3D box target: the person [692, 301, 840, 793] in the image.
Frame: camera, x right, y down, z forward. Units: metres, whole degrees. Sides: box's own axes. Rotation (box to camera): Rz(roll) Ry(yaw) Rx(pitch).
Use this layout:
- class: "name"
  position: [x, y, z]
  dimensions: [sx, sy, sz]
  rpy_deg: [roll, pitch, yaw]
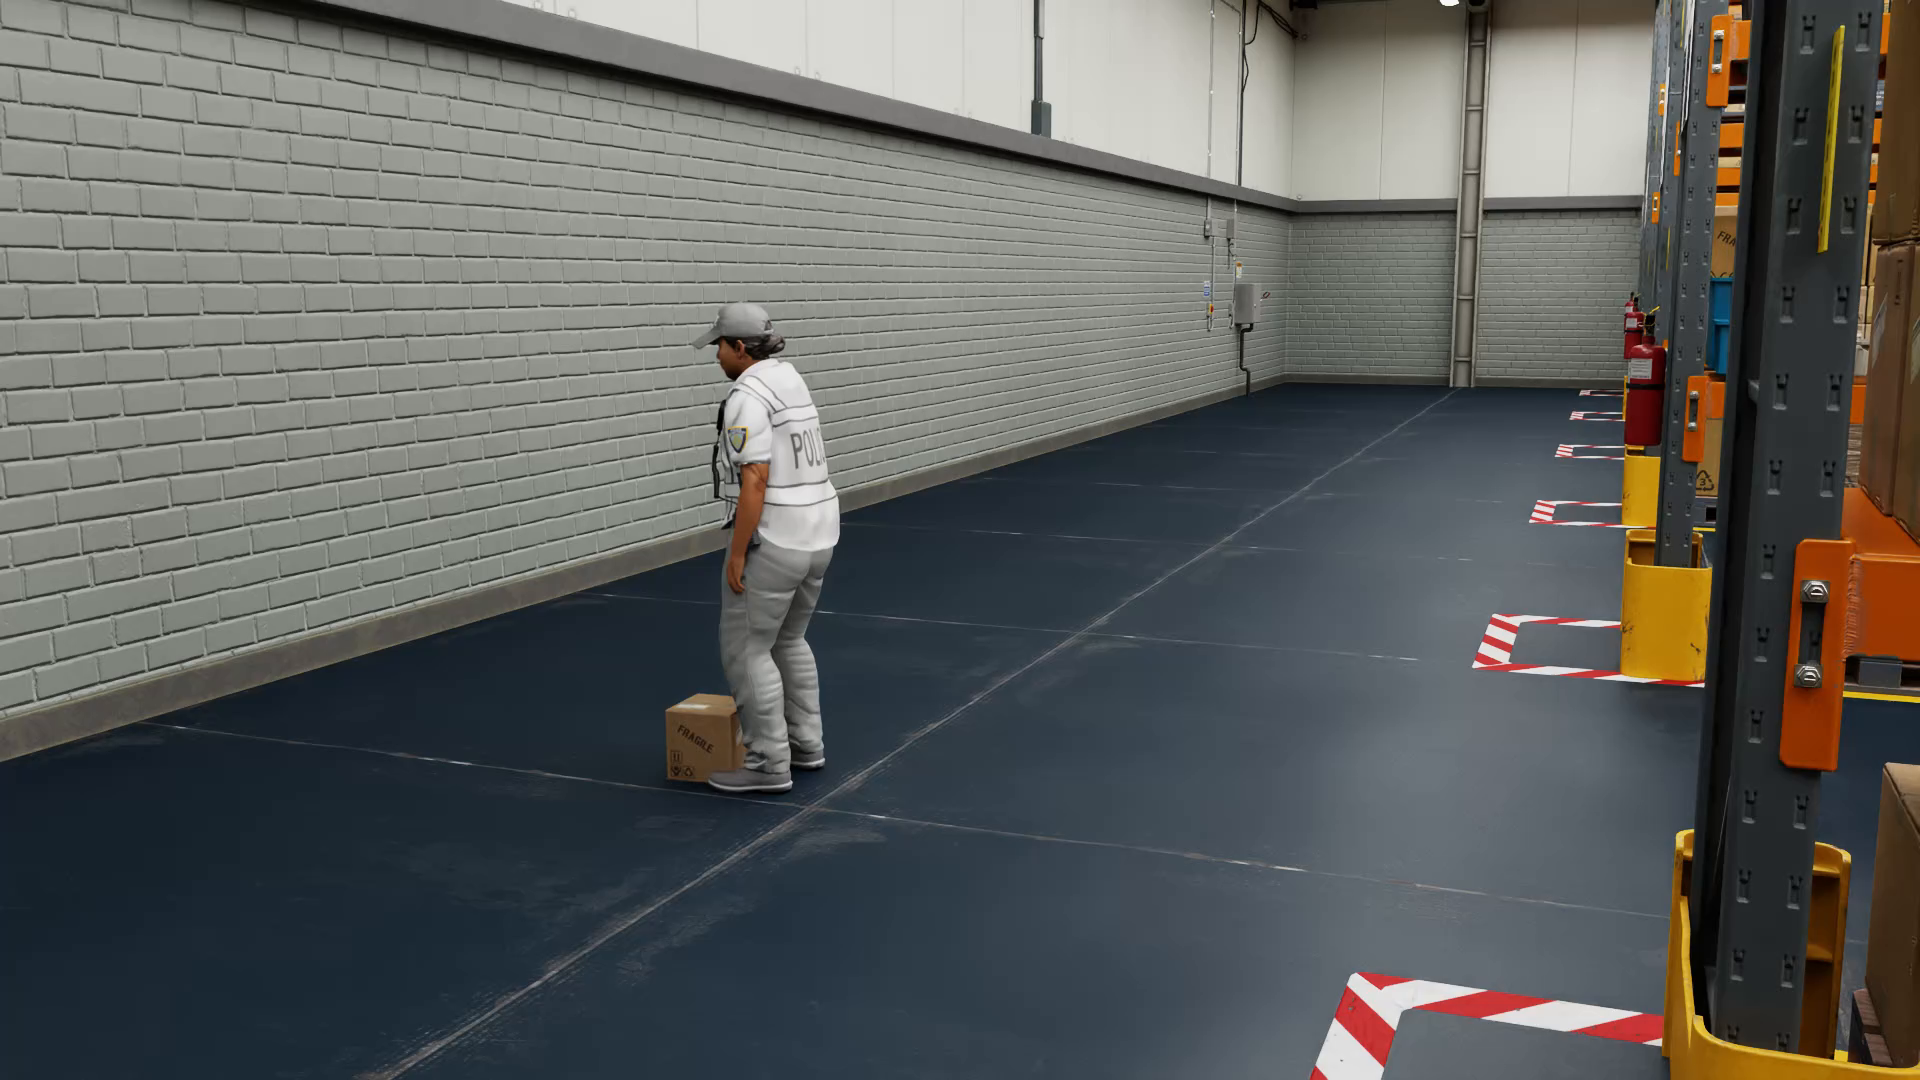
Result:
- class: "person"
  position: [-0.668, 0.017, 5.728]
  dimensions: [0.470, 1.664, 0.547]
  rpy_deg: [3, 9, 19]
